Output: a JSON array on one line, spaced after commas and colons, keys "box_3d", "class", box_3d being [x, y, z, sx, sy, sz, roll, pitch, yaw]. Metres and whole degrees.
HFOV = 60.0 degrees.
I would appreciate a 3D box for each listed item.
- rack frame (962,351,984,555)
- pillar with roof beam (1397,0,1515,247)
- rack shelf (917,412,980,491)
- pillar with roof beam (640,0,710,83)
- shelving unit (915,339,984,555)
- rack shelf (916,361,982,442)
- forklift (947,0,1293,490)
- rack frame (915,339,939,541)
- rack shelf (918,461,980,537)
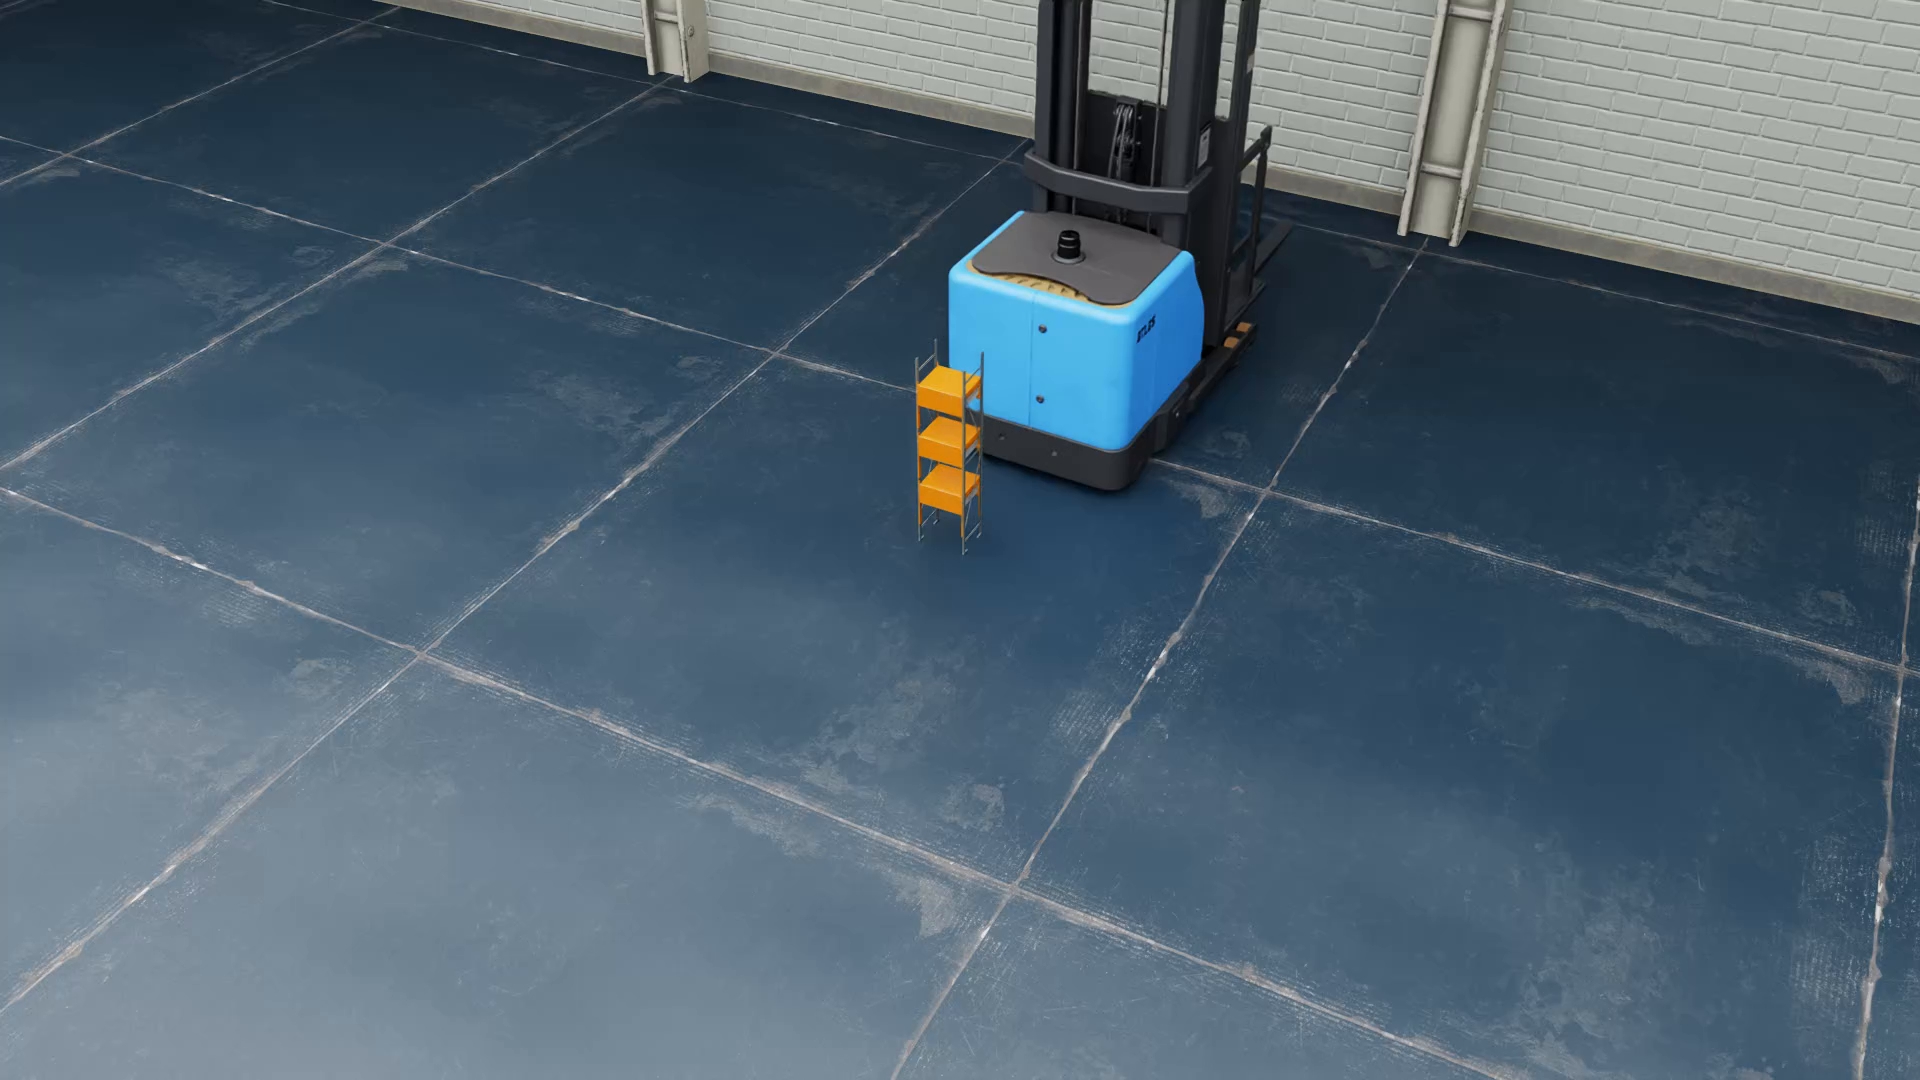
[{"box_3d": [0.061, -0.399, 7.927, 0.008, 1.050, 0.200, 17, 41, 21], "class": "rack frame"}, {"box_3d": [1.134, -3.308, 5.185, 0.400, 9.000, 9.100, 17, 41, 21], "class": "pillar with roof beam"}, {"box_3d": [-0.048, -0.425, 7.978, 0.240, 0.259, 0.215, 17, 41, 21], "class": "rack shelf"}, {"box_3d": [-4.194, -4.977, 7.383, 0.400, 9.000, 9.100, 17, 41, 21], "class": "pillar with roof beam"}, {"box_3d": [-0.048, -0.433, 7.972, 0.252, 1.050, 0.215, 17, 41, 21], "class": "shelving unit"}, {"box_3d": [-0.048, -0.651, 7.807, 0.240, 0.259, 0.215, 17, 41, 21], "class": "rack shelf"}, {"box_3d": [1.085, -2.294, 8.867, 1.130, 2.935, 3.031, 19, 41, 23], "class": "forklift"}, {"box_3d": [-0.156, -0.467, 8.017, 0.008, 1.050, 0.200, 17, 41, 21], "class": "rack frame"}, {"box_3d": [-0.048, -0.203, 8.146, 0.240, 0.259, 0.215, 17, 41, 21], "class": "rack shelf"}]
